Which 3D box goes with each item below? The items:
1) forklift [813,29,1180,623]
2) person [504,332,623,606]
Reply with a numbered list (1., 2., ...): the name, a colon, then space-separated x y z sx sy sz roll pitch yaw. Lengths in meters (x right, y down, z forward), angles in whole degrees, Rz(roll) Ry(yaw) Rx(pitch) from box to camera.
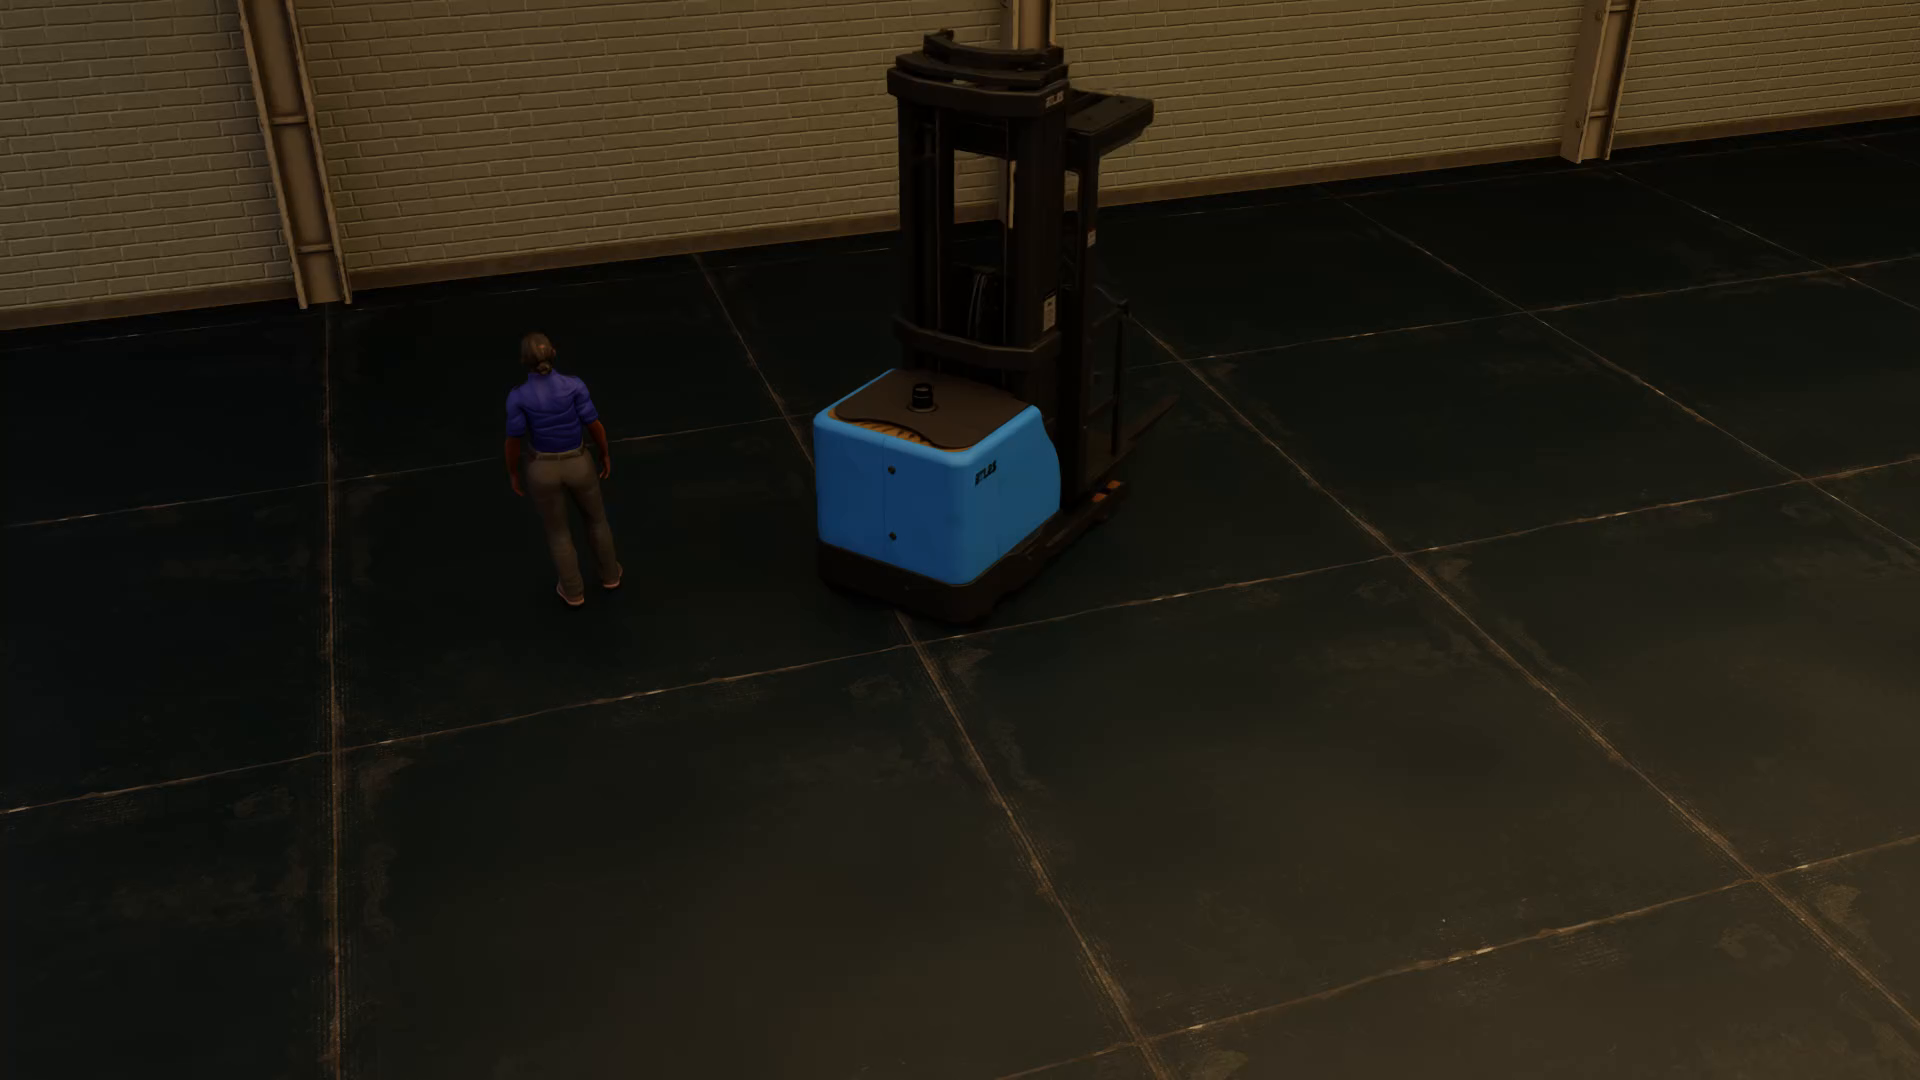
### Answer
1. forklift: 0.397 -1.508 9.708 1.130 2.935 3.031 18 34 28
2. person: -2.182 -0.412 9.071 0.563 1.656 0.505 -9 31 -16
